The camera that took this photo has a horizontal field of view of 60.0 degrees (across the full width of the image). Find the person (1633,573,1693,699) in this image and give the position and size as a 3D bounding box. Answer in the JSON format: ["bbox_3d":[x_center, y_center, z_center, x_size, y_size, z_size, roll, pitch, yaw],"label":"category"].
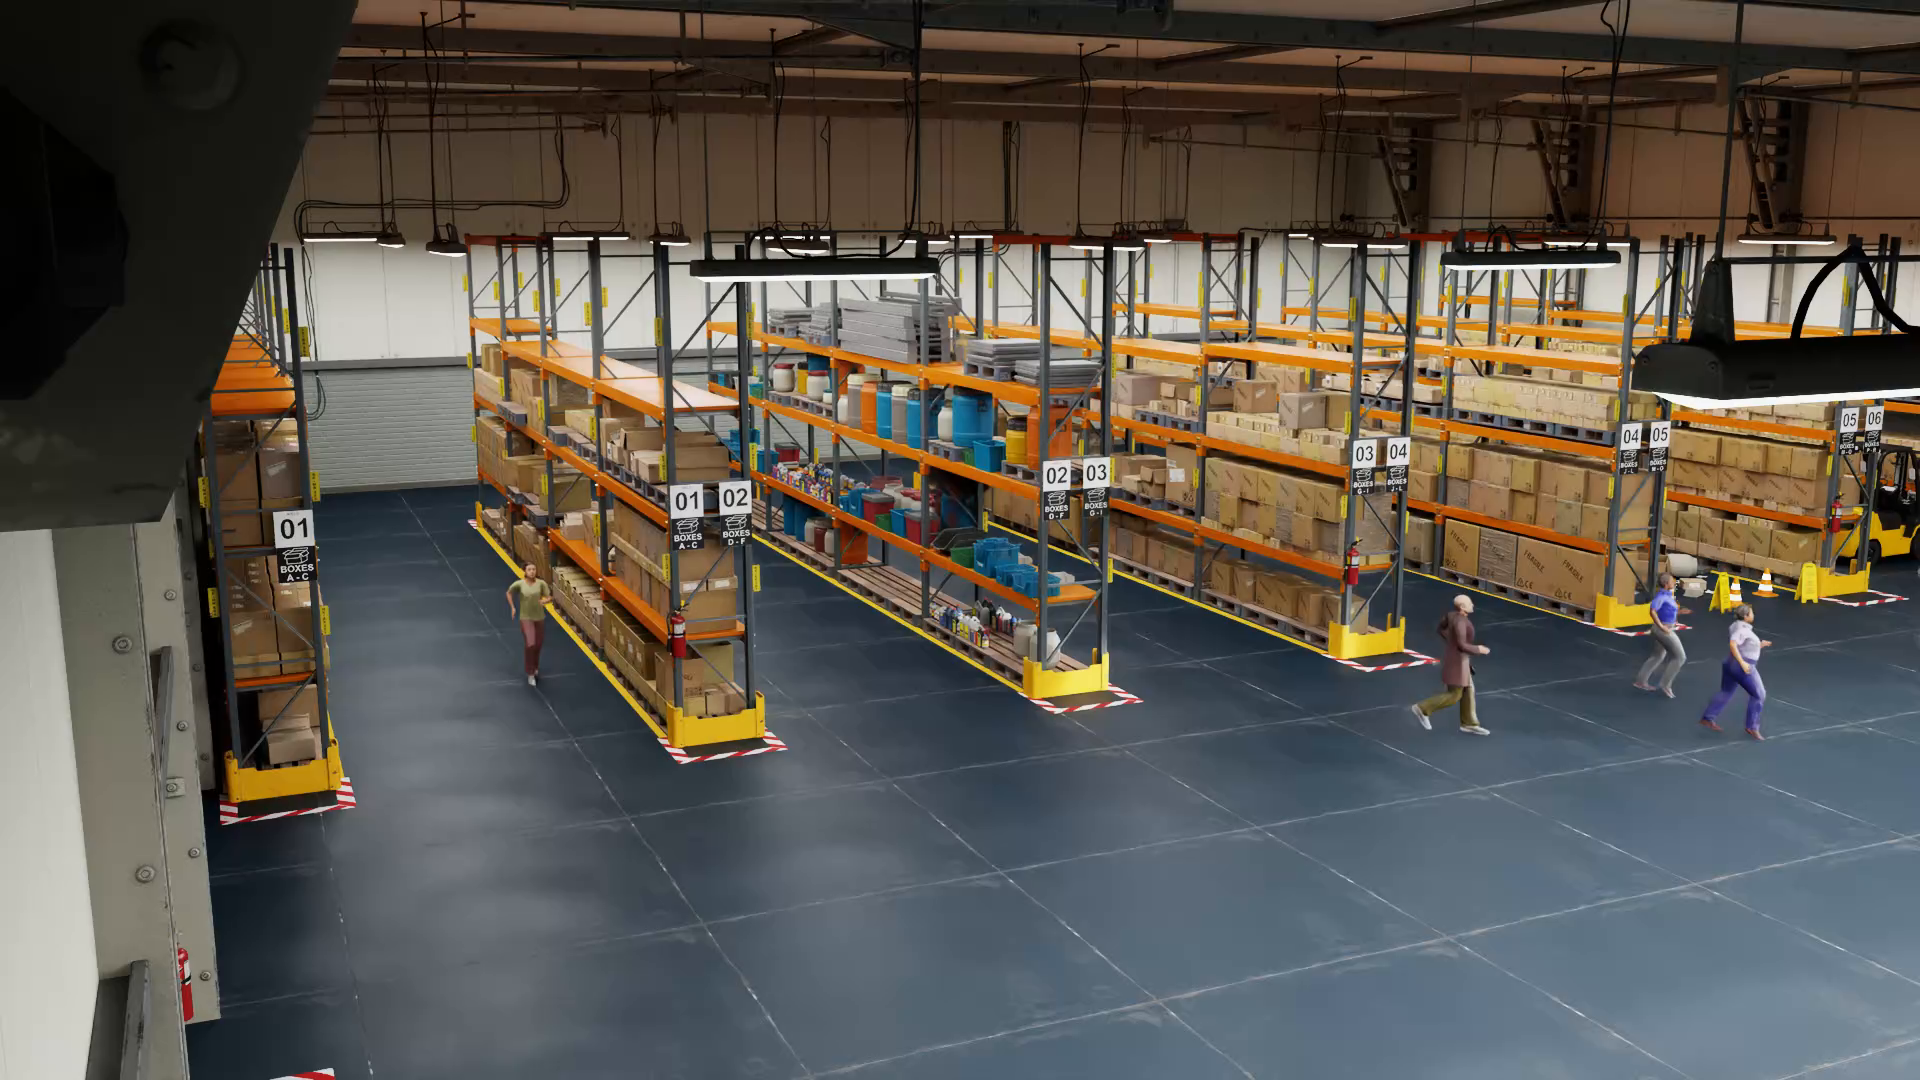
[{"bbox_3d":[9.421,1.283,22.227,0.687,1.705,0.553,2,11,11],"label":"person"}]

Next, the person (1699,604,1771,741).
[{"bbox_3d":[9.562,1.628,20.436,0.759,1.711,0.579,0,11,-1],"label":"person"}]

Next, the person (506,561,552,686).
[{"bbox_3d":[-5.902,1.129,22.926,0.543,1.720,0.723,-7,13,-31],"label":"person"}]

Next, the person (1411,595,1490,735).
[{"bbox_3d":[6.091,1.544,20.551,1.001,1.784,0.719,1,11,6],"label":"person"}]
